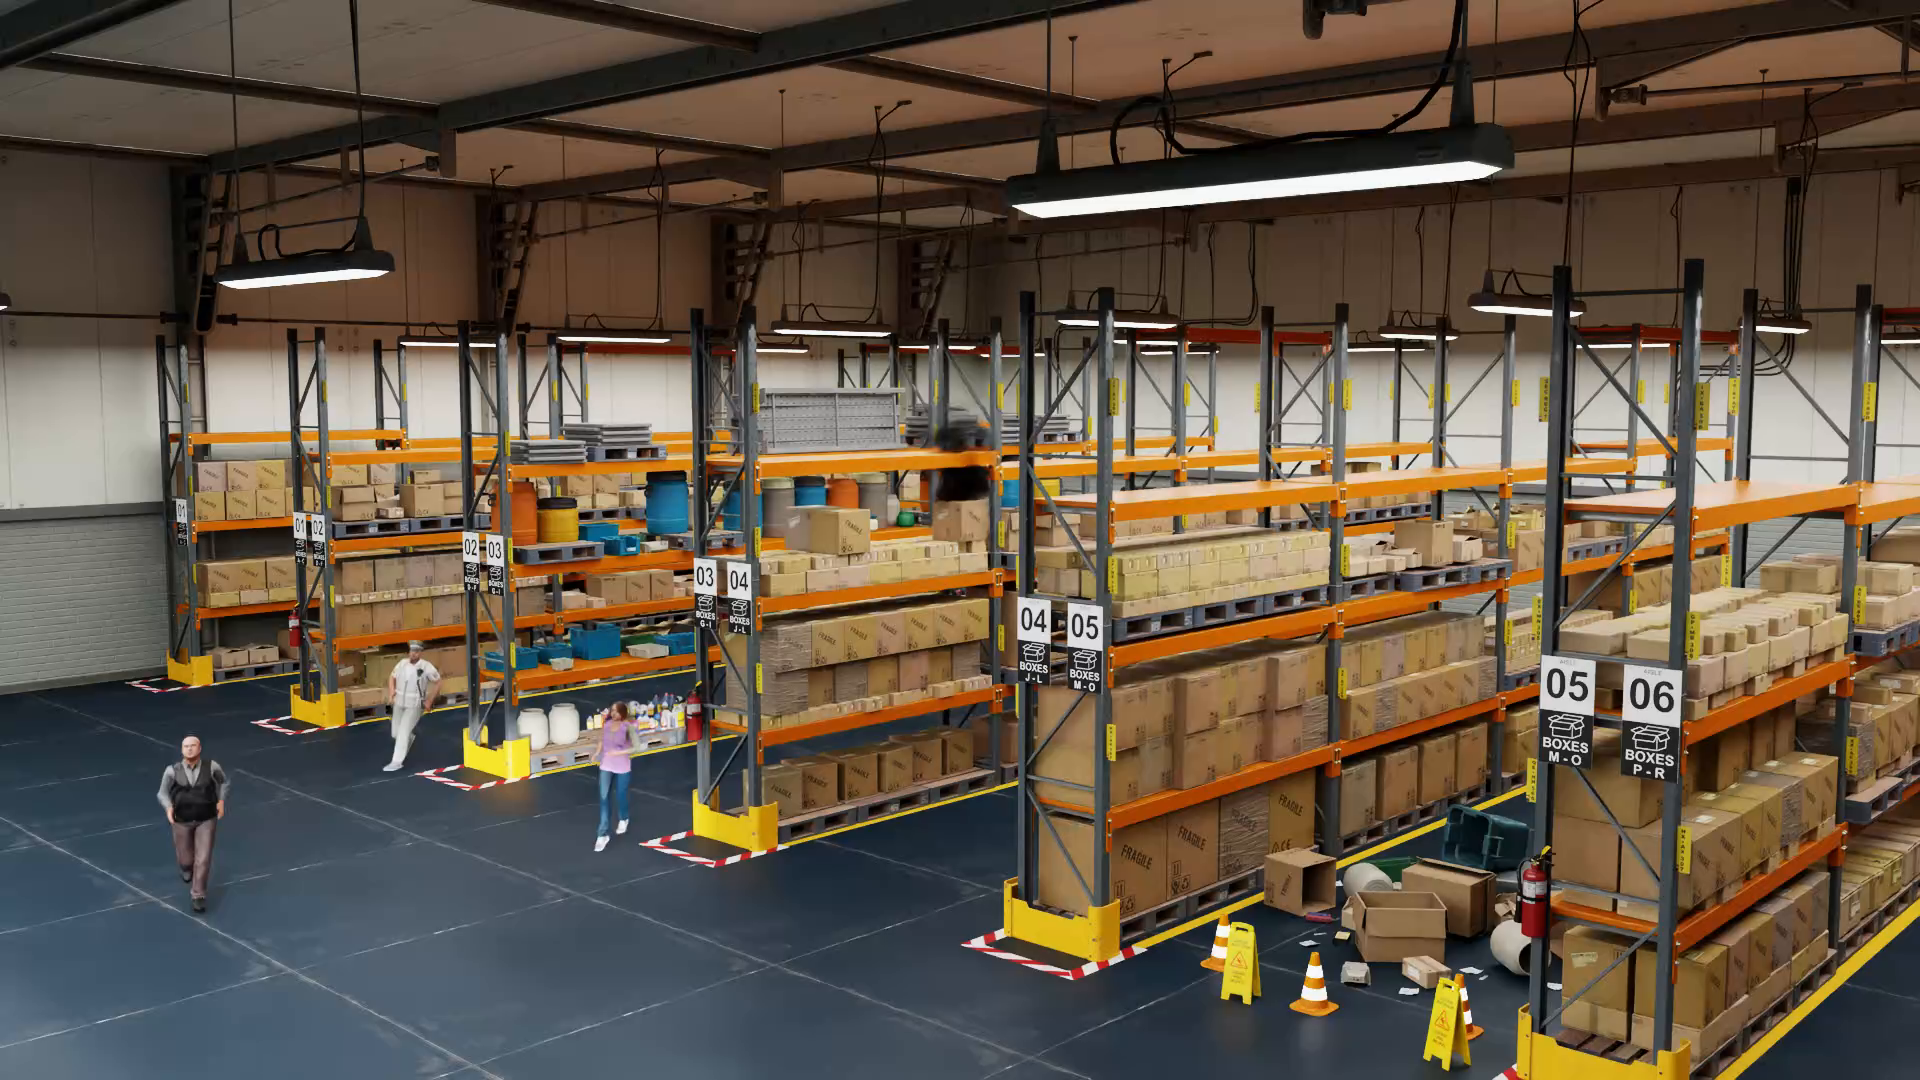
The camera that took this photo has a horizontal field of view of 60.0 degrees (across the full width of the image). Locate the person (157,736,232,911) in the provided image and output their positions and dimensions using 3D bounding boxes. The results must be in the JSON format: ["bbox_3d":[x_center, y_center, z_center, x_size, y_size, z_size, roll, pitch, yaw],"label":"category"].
[{"bbox_3d":[-7.593,2.787,16.529,0.676,1.686,0.808,-2,6,-24],"label":"person"}]

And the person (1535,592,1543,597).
[{"bbox_3d":[9.386,1.747,26.917,0.767,1.818,0.679,-5,7,-44],"label":"person"}]

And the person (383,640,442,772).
[{"bbox_3d":[-7.389,2.203,22.410,0.719,1.729,0.791,1,5,9],"label":"person"}]

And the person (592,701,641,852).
[{"bbox_3d":[-3.859,2.616,18.694,0.580,1.597,0.819,0,5,5],"label":"person"}]
